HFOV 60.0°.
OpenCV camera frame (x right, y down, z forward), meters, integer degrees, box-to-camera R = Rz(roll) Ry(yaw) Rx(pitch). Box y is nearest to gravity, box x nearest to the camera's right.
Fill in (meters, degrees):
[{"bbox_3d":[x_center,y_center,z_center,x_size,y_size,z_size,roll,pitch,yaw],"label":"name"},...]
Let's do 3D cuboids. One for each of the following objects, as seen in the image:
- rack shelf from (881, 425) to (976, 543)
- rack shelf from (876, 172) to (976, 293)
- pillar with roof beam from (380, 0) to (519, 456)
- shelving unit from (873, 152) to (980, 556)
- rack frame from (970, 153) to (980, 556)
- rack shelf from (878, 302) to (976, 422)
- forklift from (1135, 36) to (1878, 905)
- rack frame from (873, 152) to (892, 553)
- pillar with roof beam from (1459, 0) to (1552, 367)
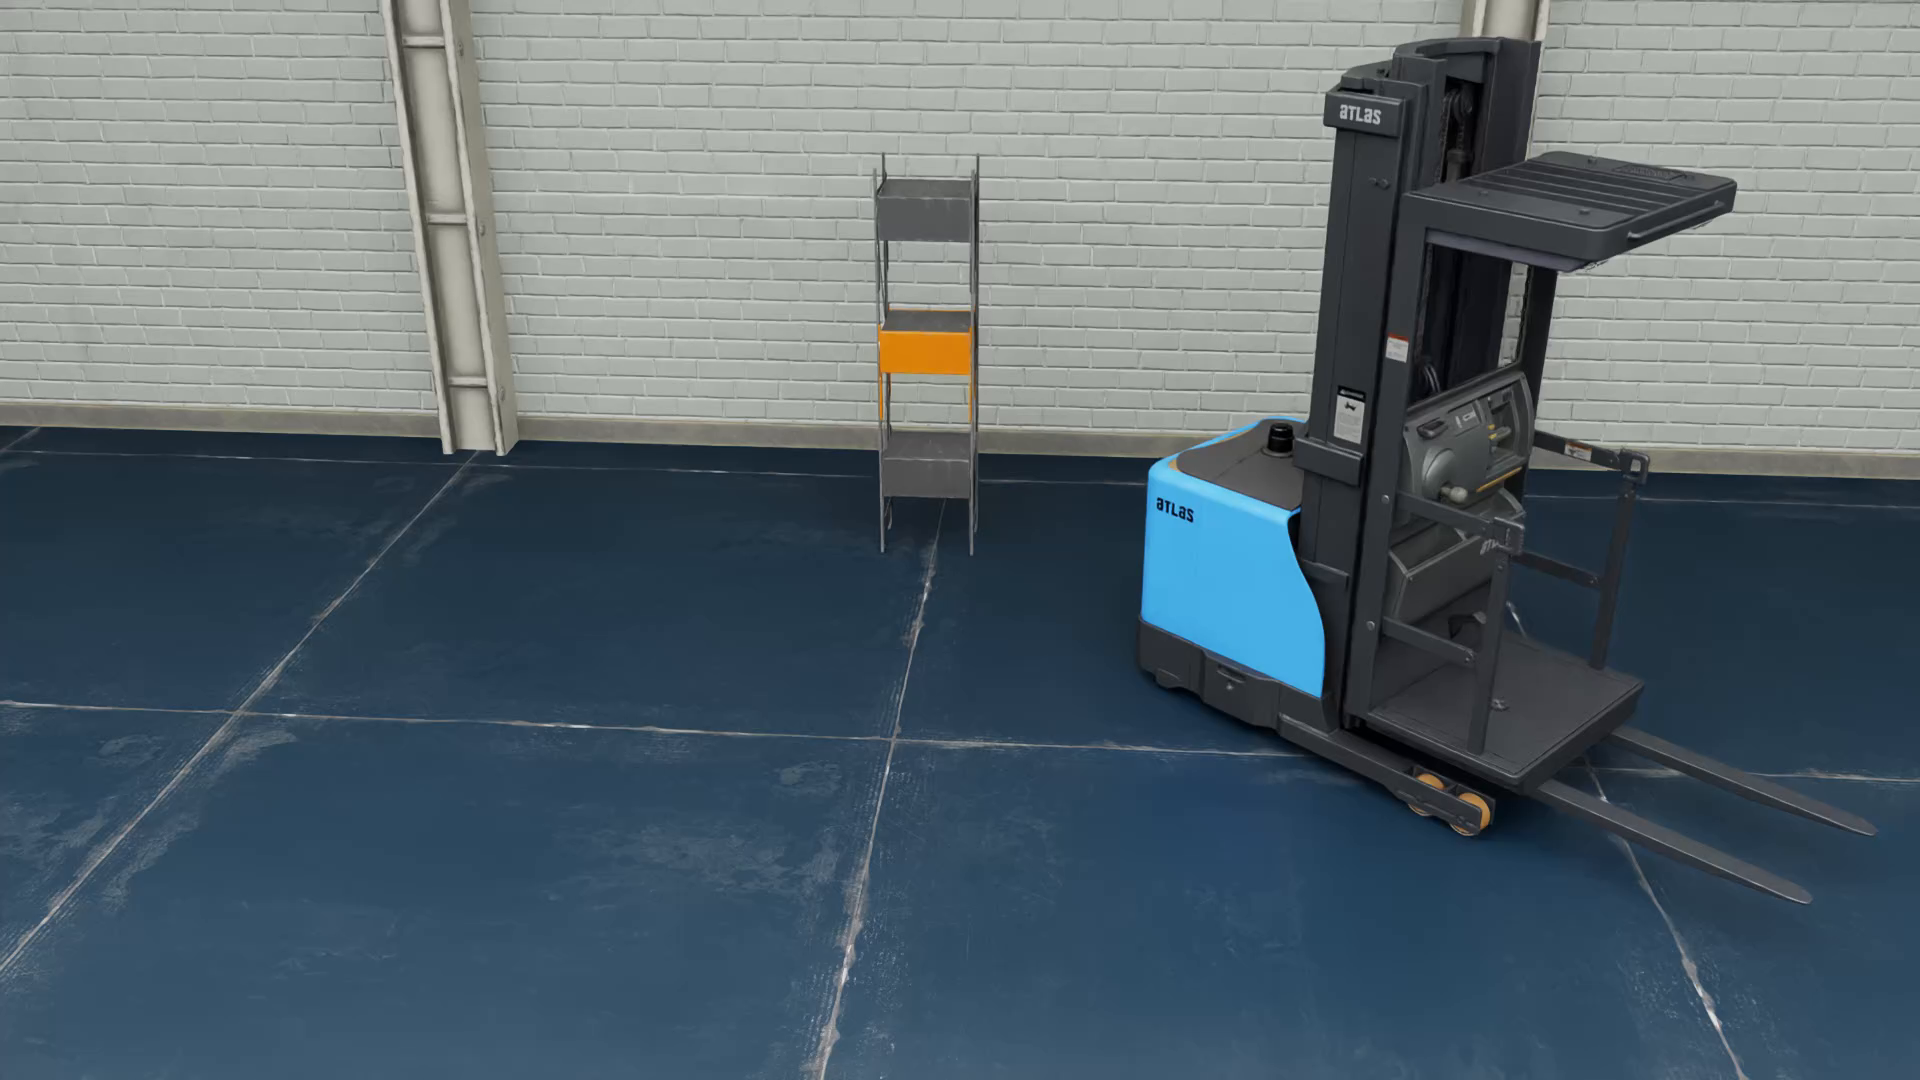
[{"bbox_3d":[-0.165,-0.311,9.121,0.480,0.518,0.431,2,25,4],"label":"rack shelf"},{"bbox_3d":[-0.165,-1.583,8.536,0.480,0.518,0.431,2,25,4],"label":"rack shelf"},{"bbox_3d":[-3.360,-2.891,4.767,0.400,9.000,9.100,2,25,4],"label":"pillar with roof beam"},{"bbox_3d":[-0.165,-0.959,8.823,0.503,2.100,0.431,2,25,4],"label":"shelving unit"},{"bbox_3d":[0.078,-0.951,8.806,0.015,2.100,0.400,2,25,4],"label":"rack frame"},{"bbox_3d":[-0.165,-0.947,8.828,0.480,0.518,0.431,2,25,4],"label":"rack shelf"},{"bbox_3d":[2.207,-0.389,6.588,1.130,2.935,3.031,-22,32,-39],"label":"forklift"},{"bbox_3d":[-0.408,-0.967,8.840,0.015,2.100,0.400,2,25,4],"label":"rack frame"},{"bbox_3d":[2.622,-2.699,4.350,0.400,9.000,9.100,2,25,4],"label":"pillar with roof beam"}]
